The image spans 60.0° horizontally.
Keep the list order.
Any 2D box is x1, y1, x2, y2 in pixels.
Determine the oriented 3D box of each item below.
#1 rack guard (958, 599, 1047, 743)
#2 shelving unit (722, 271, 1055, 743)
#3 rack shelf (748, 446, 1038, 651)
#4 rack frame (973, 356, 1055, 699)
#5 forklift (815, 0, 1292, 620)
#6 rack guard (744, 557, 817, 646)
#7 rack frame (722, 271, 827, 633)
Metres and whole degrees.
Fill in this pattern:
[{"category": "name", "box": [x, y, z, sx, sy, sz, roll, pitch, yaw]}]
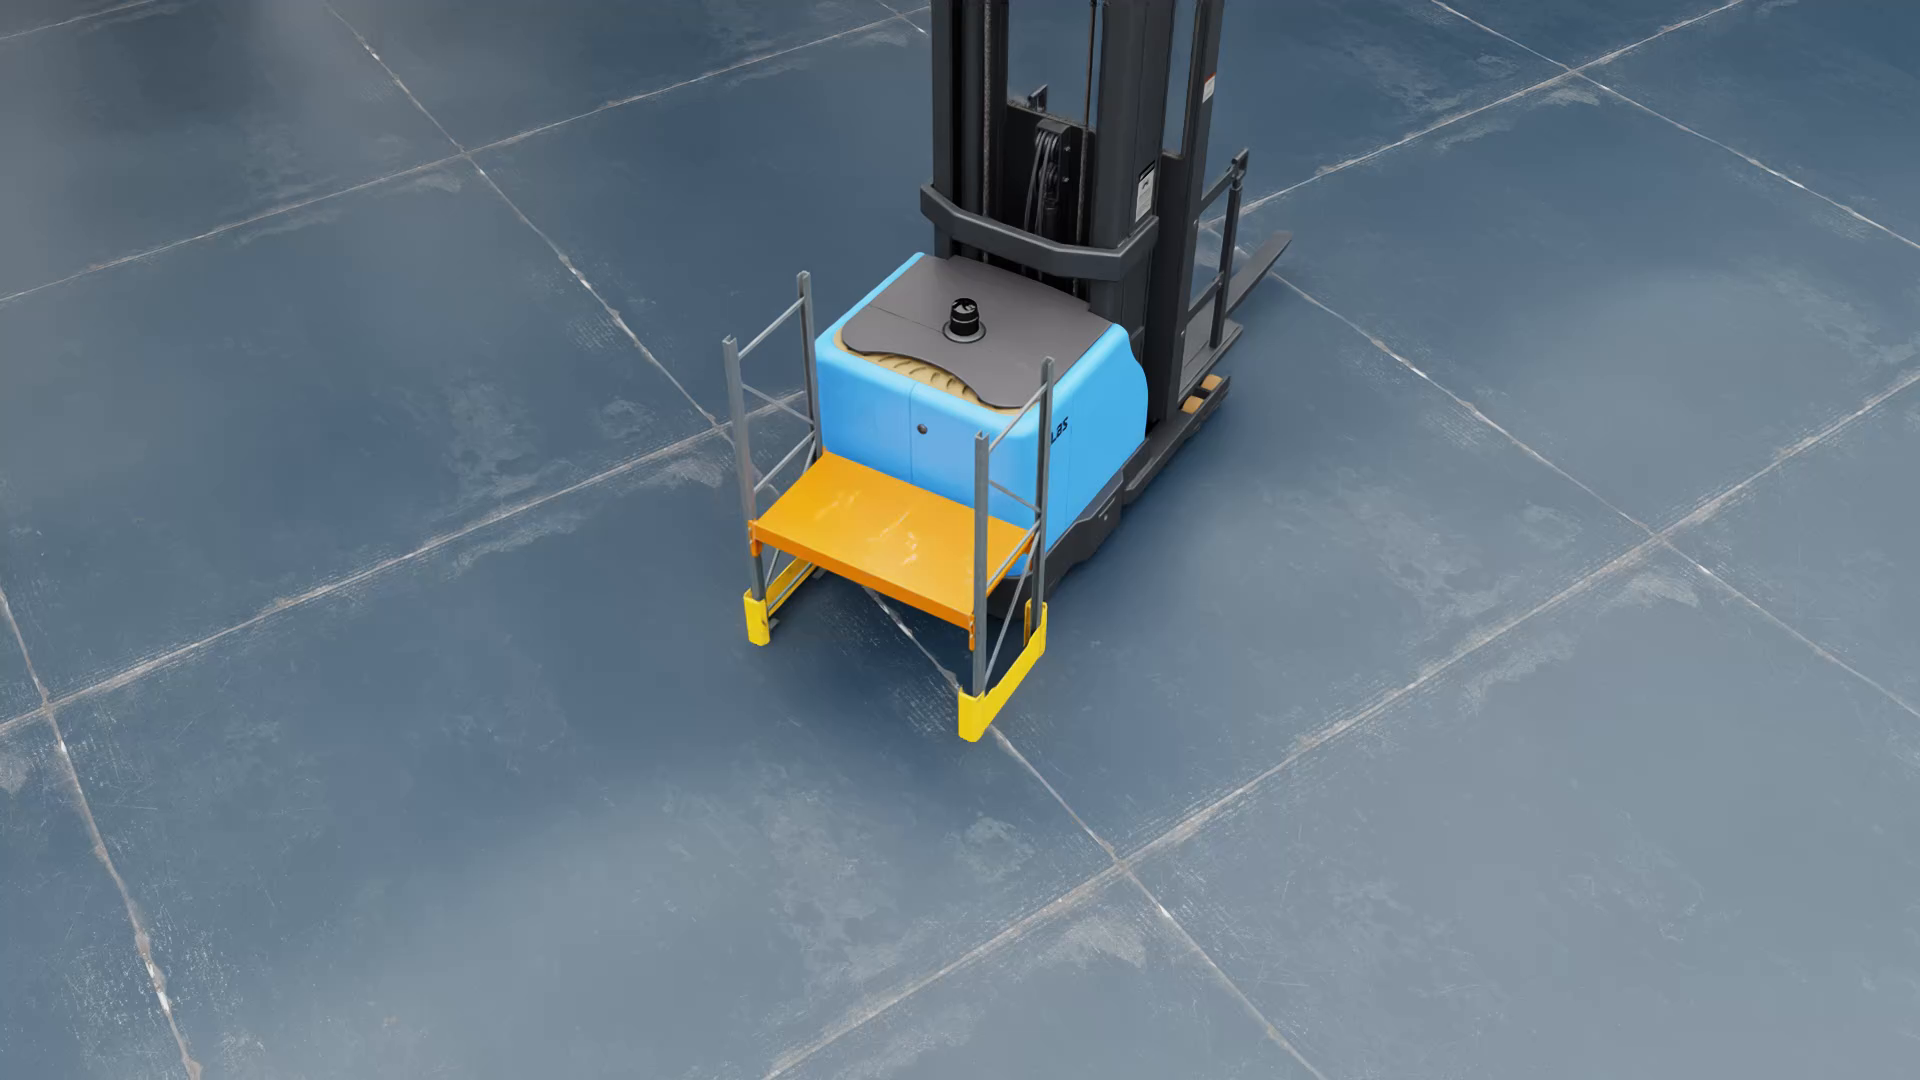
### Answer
[{"category": "rack guard", "box": [0.170, 0.508, 6.528, 0.087, 0.250, 0.587, 22, 48, 21]}, {"category": "shelving unit", "box": [-0.259, -0.118, 6.279, 1.083, 1.500, 0.587, 22, 48, 21]}, {"category": "rack shelf", "box": [-0.251, 0.015, 6.400, 1.000, 0.185, 0.538, 22, 48, 21]}, {"category": "rack frame", "box": [0.187, 0.063, 6.089, 0.032, 1.500, 0.500, 22, 48, 21]}, {"category": "forklift", "box": [0.619, -1.727, 6.928, 1.130, 2.935, 3.031, 24, 49, 23]}, {"category": "rack guard", "box": [-0.689, 0.160, 6.893, 0.087, 0.250, 0.587, 22, 48, 21]}, {"category": "rack frame", "box": [-0.690, -0.293, 6.462, 0.032, 1.500, 0.500, 22, 48, 21]}]
